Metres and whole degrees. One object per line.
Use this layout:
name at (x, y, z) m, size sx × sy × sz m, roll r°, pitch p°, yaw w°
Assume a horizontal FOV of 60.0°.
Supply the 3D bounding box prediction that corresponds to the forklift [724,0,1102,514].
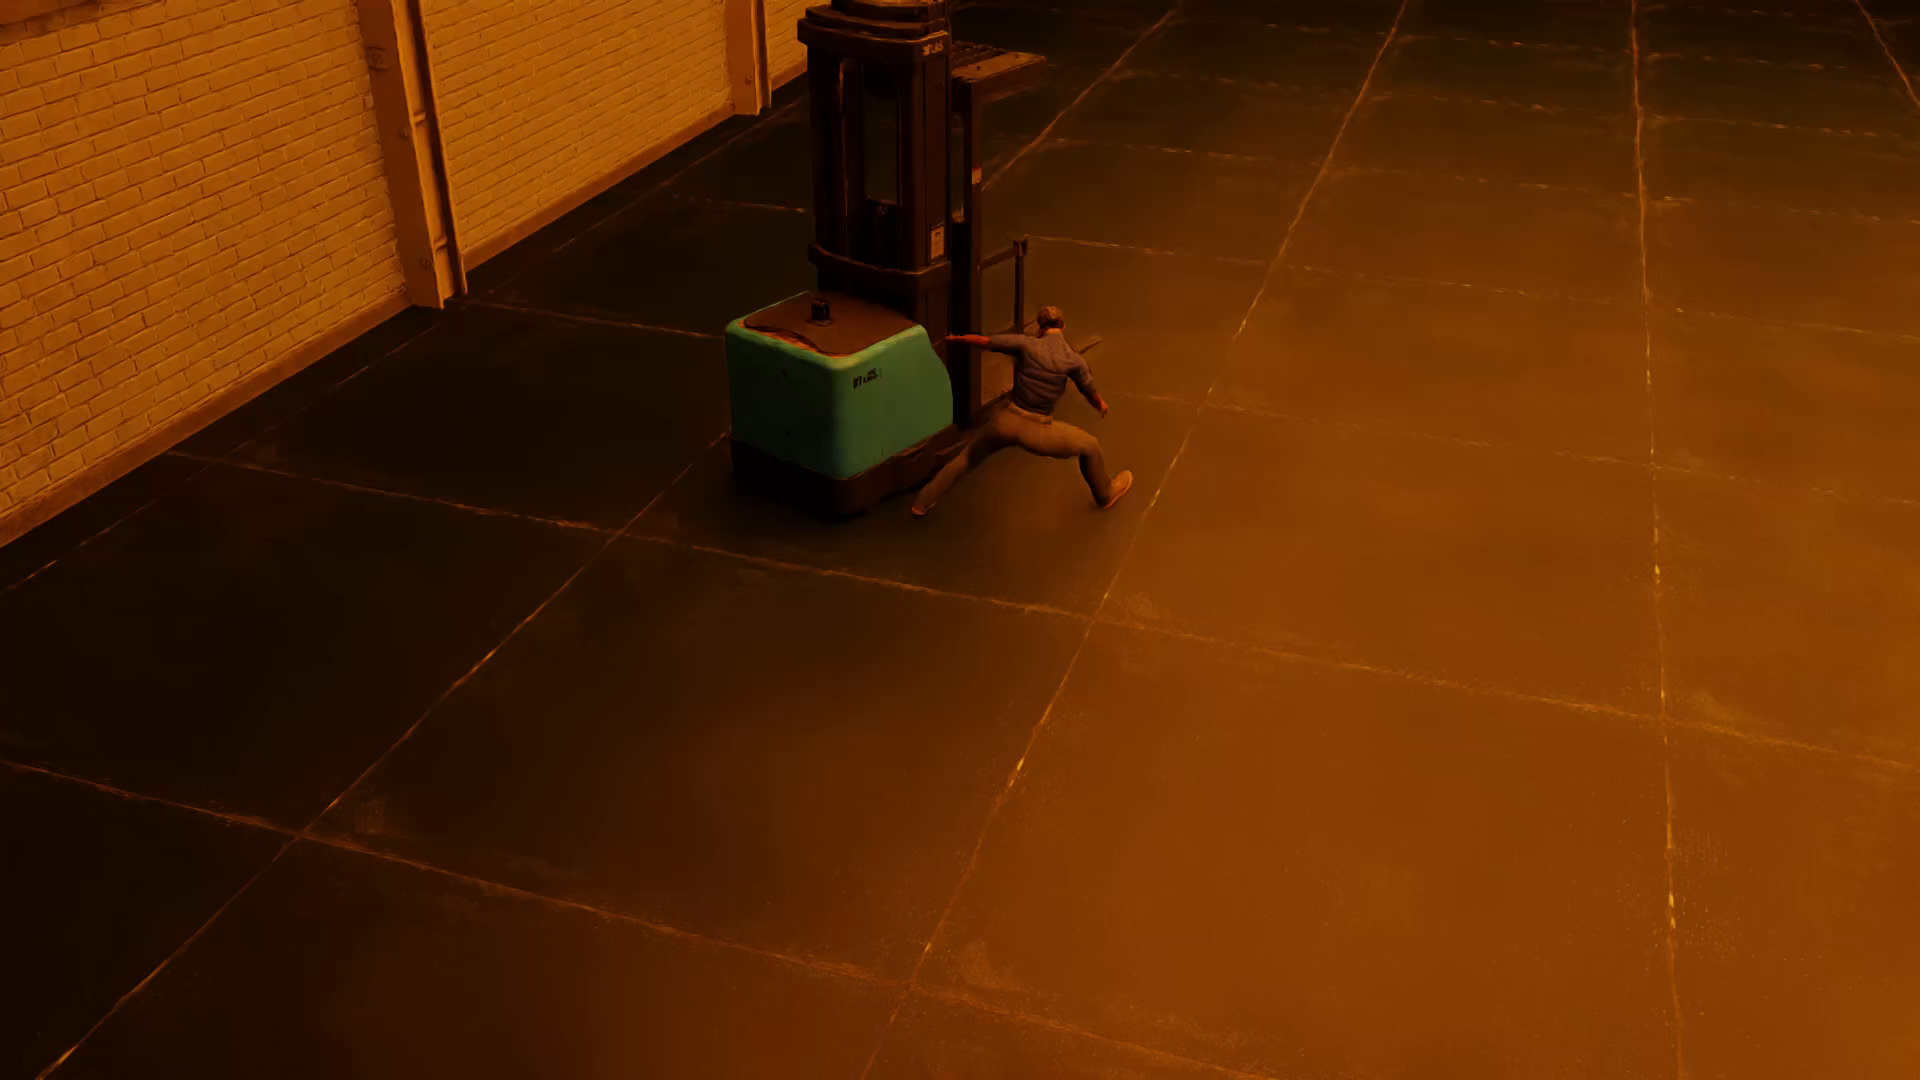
forklift at (-0.159, -2.096, 10.813) m, size 1.130 × 2.935 × 3.031 m, roll 22°, pitch 36°, yaw 33°

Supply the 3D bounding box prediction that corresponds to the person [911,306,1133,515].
person at (0.382, -0.768, 10.129) m, size 1.269 × 1.321 × 0.767 m, roll 9°, pitch 31°, yaw 16°
